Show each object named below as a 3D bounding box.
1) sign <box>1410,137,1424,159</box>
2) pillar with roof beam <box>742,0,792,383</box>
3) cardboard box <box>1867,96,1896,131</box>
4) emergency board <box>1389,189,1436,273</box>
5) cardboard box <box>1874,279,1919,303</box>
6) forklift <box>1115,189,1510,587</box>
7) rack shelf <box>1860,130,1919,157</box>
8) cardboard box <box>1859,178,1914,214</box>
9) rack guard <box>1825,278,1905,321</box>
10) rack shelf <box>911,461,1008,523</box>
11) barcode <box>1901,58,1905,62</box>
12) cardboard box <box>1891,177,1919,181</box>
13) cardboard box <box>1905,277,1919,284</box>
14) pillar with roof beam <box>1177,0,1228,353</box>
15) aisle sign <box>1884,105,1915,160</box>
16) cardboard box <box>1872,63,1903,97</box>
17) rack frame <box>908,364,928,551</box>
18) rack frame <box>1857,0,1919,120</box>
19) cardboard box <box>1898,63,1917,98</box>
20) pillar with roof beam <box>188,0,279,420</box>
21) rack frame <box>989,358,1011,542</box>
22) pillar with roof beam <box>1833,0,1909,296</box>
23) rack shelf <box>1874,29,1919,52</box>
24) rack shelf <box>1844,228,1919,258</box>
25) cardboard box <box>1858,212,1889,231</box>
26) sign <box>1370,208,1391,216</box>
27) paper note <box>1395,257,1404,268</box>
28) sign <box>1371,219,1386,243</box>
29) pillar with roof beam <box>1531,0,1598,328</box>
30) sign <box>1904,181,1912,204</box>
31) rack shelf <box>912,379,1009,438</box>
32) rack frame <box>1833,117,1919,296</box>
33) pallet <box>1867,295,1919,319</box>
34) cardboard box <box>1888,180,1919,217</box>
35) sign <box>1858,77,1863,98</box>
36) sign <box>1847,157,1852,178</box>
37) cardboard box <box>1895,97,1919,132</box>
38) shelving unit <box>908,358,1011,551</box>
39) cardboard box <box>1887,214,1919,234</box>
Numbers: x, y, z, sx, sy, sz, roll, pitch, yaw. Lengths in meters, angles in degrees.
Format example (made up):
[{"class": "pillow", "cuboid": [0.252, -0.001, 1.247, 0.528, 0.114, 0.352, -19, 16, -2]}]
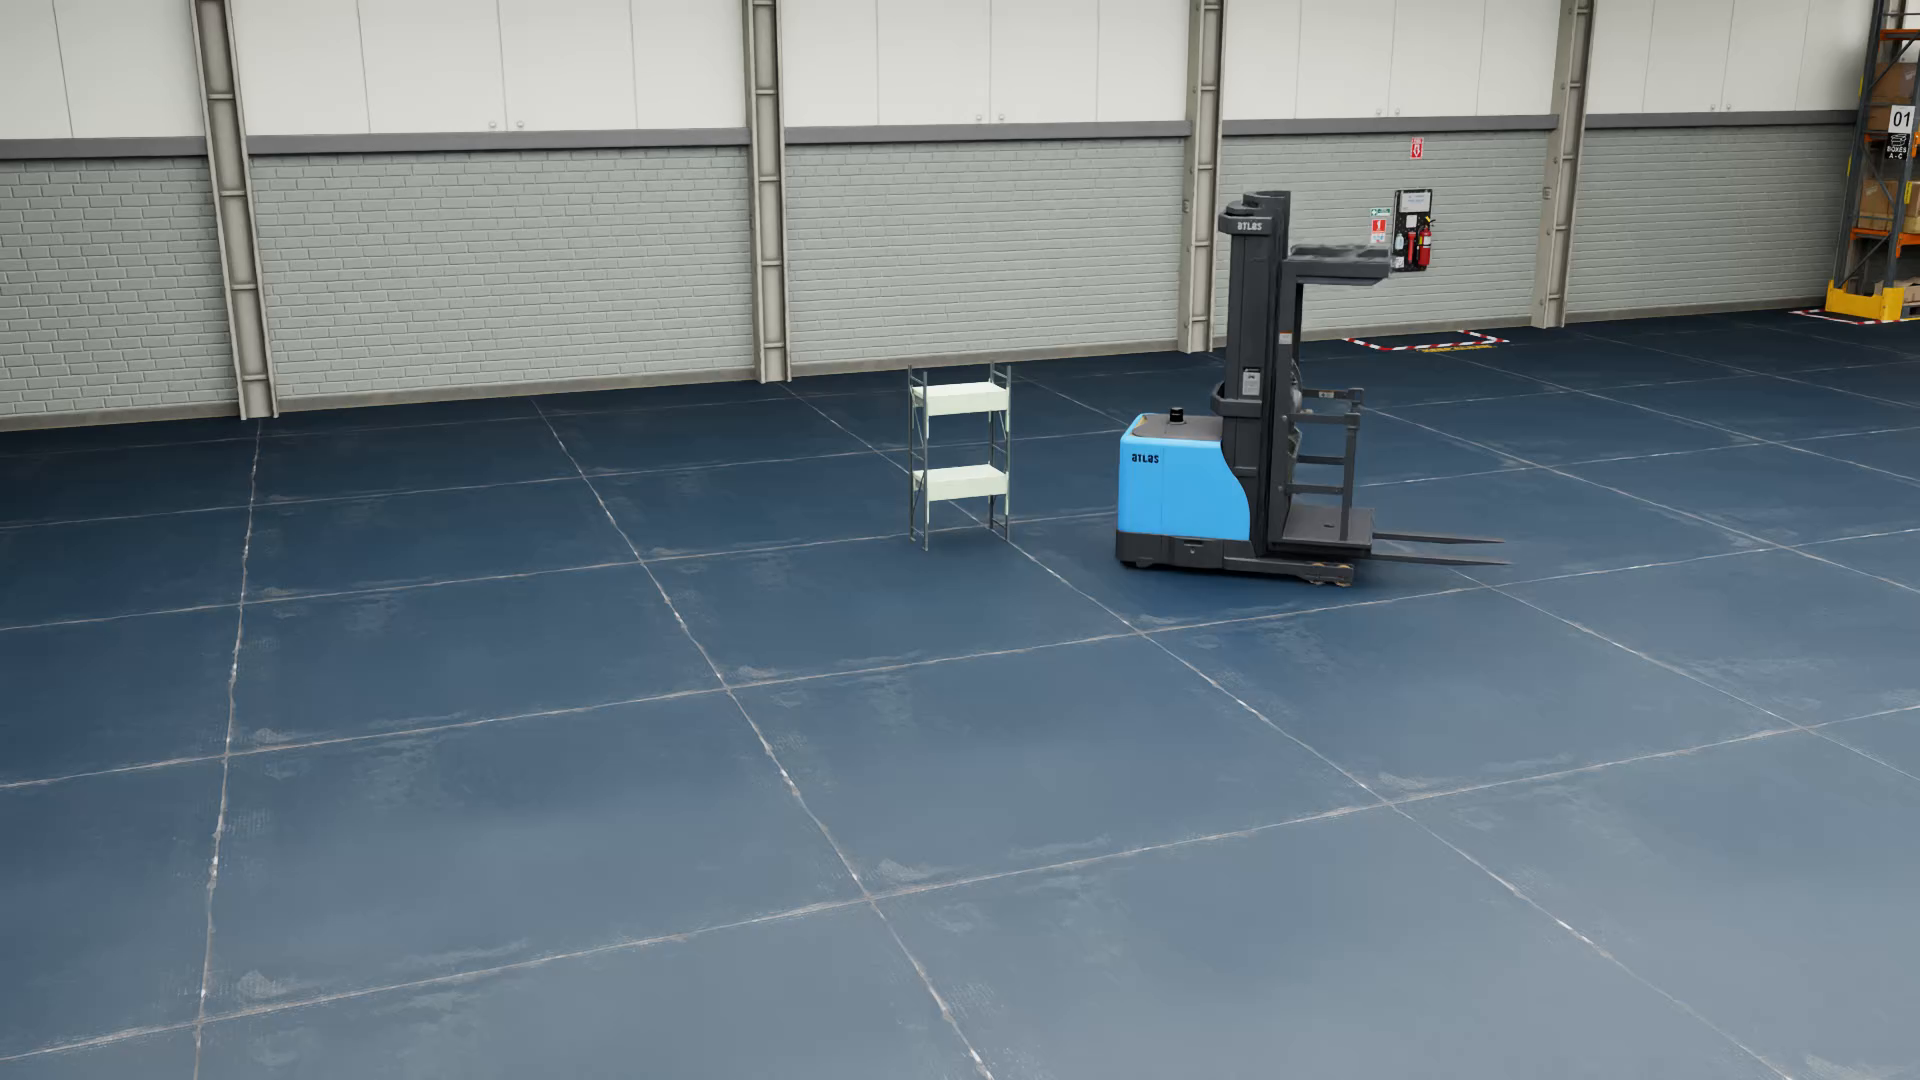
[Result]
[{"class": "sign", "cuboid": [6.487, -5.563, 23.605, 0.199, 0.298, 0.001, -6, 17, -20]}, {"class": "pillar with roof beam", "cuboid": [-0.814, -5.201, 15.837, 0.400, 9.000, 9.100, -6, 17, -20]}, {"class": "cardboard box", "cuboid": [14.409, -6.577, 25.635, 0.500, 0.500, 0.500, -5, 17, -16]}, {"class": "emergency board", "cuboid": [6.530, -4.426, 23.845, 0.643, 1.169, 0.194, -6, 17, -20]}, {"class": "cardboard box", "cuboid": [14.788, -3.939, 26.178, 0.500, 0.311, 0.500, -8, 18, -26]}, {"class": "forklift", "cuboid": [2.822, -1.212, 13.022, 3.031, 2.935, 1.130, 4, 17, 14]}, {"class": "rack shelf", "cuboid": [15.977, -6.267, 26.070, 4.000, 0.370, 1.077, -6, 17, -20]}, {"class": "cardboard box", "cuboid": [14.474, -5.372, 25.969, 0.500, 0.500, 0.500, -6, 18, -21]}, {"class": "rack guard", "cuboid": [14.181, -3.780, 26.083, 0.348, 0.500, 1.175, -6, 17, -20]}, {"class": "rack shelf", "cuboid": [-0.006, -0.406, 13.976, 0.720, 0.370, 0.431, -6, 17, -20]}, {"class": "barcode", "cuboid": [14.594, -7.429, 25.734, 0.075, 0.075, 0.001, -6, 17, -20]}, {"class": "cardboard box", "cuboid": [14.947, -5.421, 26.133, 0.500, 0.500, 0.500, -6, 17, -19]}, {"class": "cardboard box", "cuboid": [15.320, -3.996, 26.374, 0.500, 0.311, 0.500, -5, 17, -15]}, {"class": "pillar with roof beam", "cuboid": [4.789, -5.806, 17.897, 0.400, 9.000, 9.100, -6, 17, -20]}, {"class": "aisle sign", "cuboid": [14.150, -6.133, 25.045, 0.004, 0.787, 0.394, -6, 17, -20]}, {"class": "cardboard box", "cuboid": [14.419, -7.060, 25.506, 0.500, 0.500, 0.500, -5, 17, -18]}, {"class": "rack frame", "cuboid": [-0.348, -0.682, 13.759, 0.023, 1.500, 0.400, -6, 17, -20]}, {"class": "rack frame", "cuboid": [14.110, -7.850, 24.859, 0.127, 3.000, 1.000, -6, 17, -20]}, {"class": "cardboard box", "cuboid": [14.556, -6.923, 25.039, 0.500, 0.500, 0.500, -8, 18, -24]}, {"class": "pillar with roof beam", "cuboid": [-6.417, -4.596, 13.777, 0.400, 9.000, 9.100, -6, 17, -20]}, {"class": "rack frame", "cuboid": [0.336, -0.756, 14.010, 0.023, 1.500, 0.400, -6, 17, -20]}, {"class": "pillar with roof beam", "cuboid": [15.994, -7.016, 22.017, 0.400, 9.000, 9.100, -6, 17, -20]}, {"class": "rack shelf", "cuboid": [15.977, -7.705, 25.648, 4.000, 0.370, 1.077, -6, 17, -20]}, {"class": "rack shelf", "cuboid": [15.977, -4.828, 26.492, 4.000, 0.370, 1.077, -6, 17, -20]}, {"class": "cardboard box", "cuboid": [14.477, -5.007, 26.057, 0.500, 0.250, 0.500, -6, 17, -19]}, {"class": "sign", "cuboid": [5.984, -4.667, 23.662, 0.331, 0.109, 0.001, -6, 17, -20]}, {"class": "paper note", "cuboid": [6.340, -4.003, 23.971, 0.142, 0.148, 0.016, -6, 17, -20]}, {"class": "sign", "cuboid": [5.977, -4.414, 23.743, 0.234, 0.329, 0.001, -6, 17, -20]}, {"class": "pillar with roof beam", "cuboid": [10.392, -6.411, 19.957, 0.400, 9.000, 9.100, -6, 17, -20]}, {"class": "sign", "cuboid": [14.304, -5.244, 25.096, 0.005, 0.325, 0.100, -6, 17, -20]}, {"class": "rack shelf", "cuboid": [-0.006, -1.093, 13.775, 0.720, 0.370, 0.431, -6, 17, -20]}, {"class": "rack frame", "cuboid": [14.110, -4.972, 25.704, 0.127, 3.000, 1.000, -6, 17, -20]}, {"class": "pallet", "cuboid": [14.952, -3.714, 26.371, 1.213, 0.211, 1.003, -6, 17, -20]}, {"class": "cardboard box", "cuboid": [14.663, -5.238, 25.512, 0.500, 0.500, 0.500, -6, 17, -20]}, {"class": "sign", "cuboid": [13.930, -6.984, 25.661, 0.005, 0.325, 0.100, -6, 17, -20]}, {"class": "sign", "cuboid": [13.930, -5.827, 26.001, 0.005, 0.325, 0.100, -6, 17, -20]}, {"class": "cardboard box", "cuboid": [14.511, -6.436, 25.156, 0.500, 0.500, 0.500, -6, 17, -19]}, {"class": "shelving unit", "cuboid": [-0.006, -0.719, 13.885, 0.755, 1.500, 0.431, -6, 17, -20]}, {"class": "cardboard box", "cuboid": [14.679, -4.875, 25.606, 0.500, 0.250, 0.500, -7, 18, -22]}]
